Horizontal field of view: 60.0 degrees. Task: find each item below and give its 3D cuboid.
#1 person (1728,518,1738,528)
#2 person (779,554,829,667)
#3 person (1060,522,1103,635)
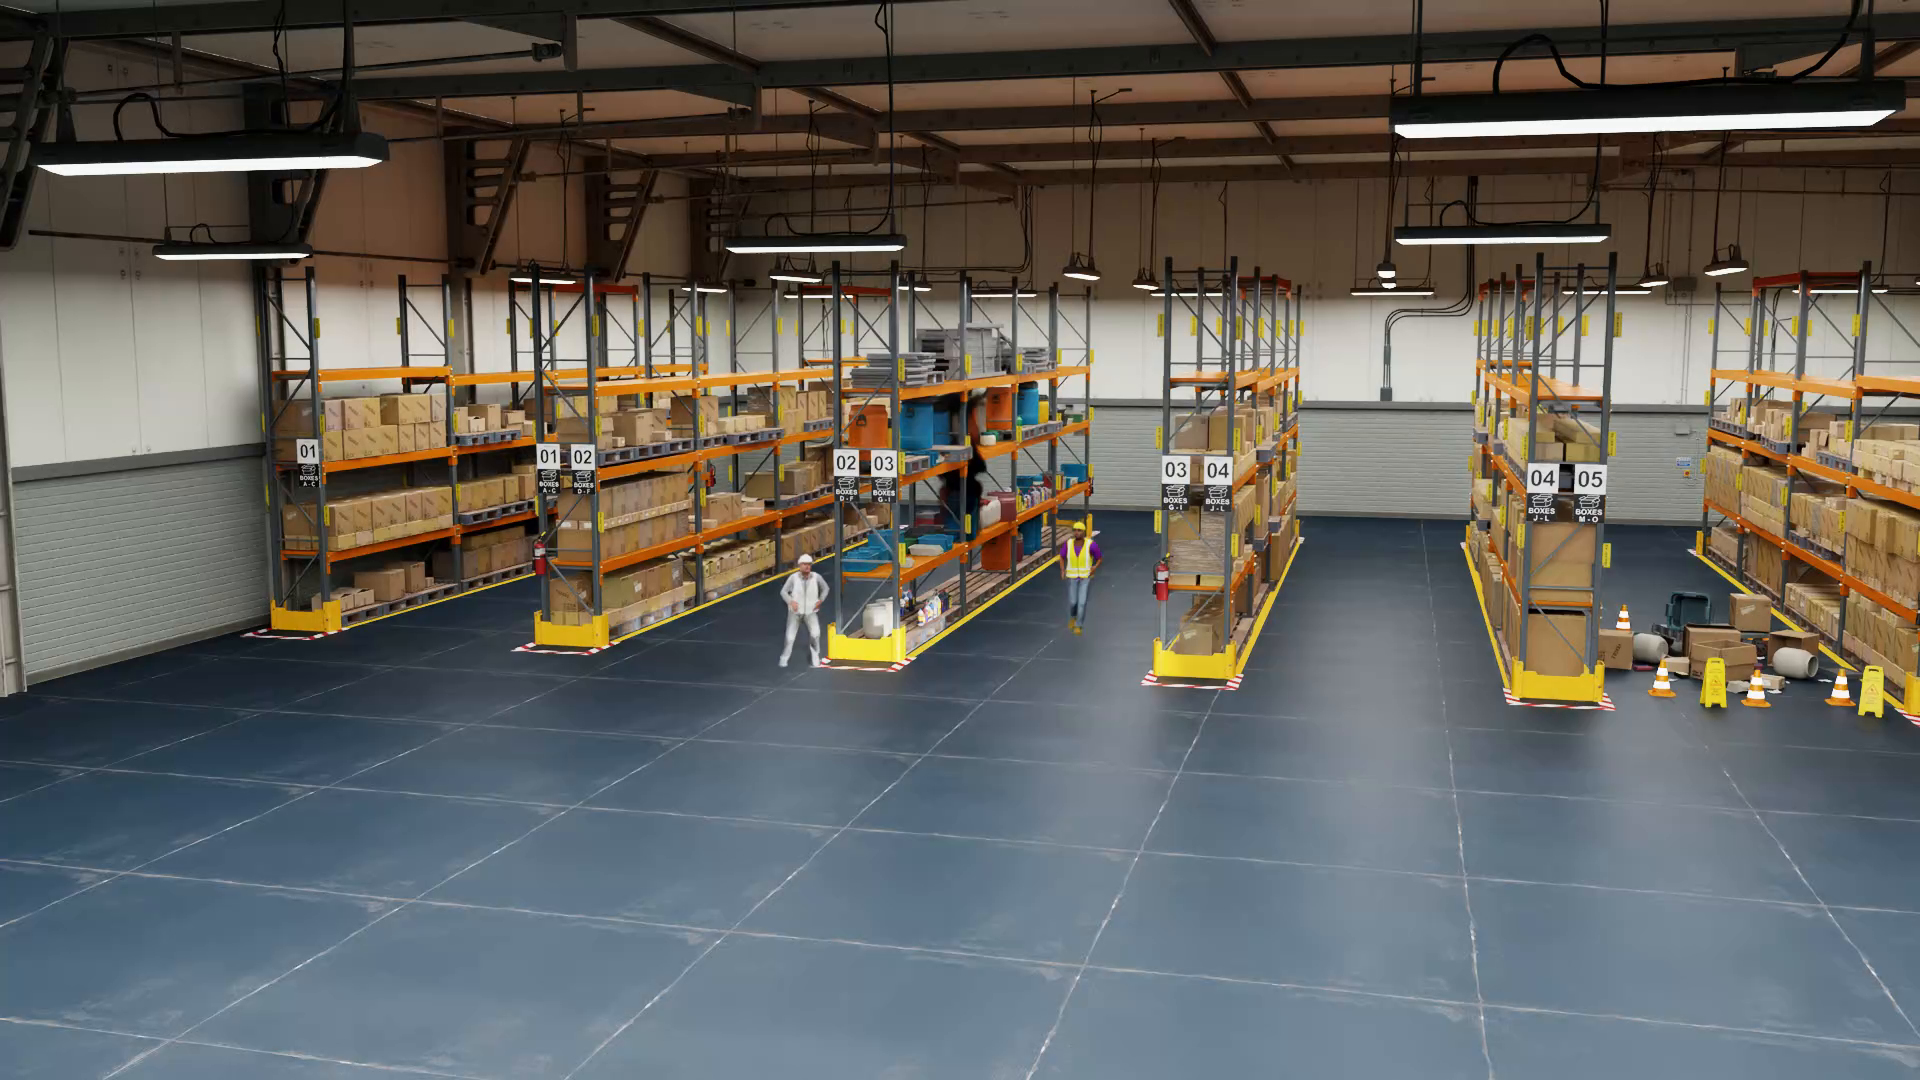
[{"bbox_3d":[17.841,-0.647,37.951,0.759,1.712,0.600,-4,8,-28],"label":"person"},{"bbox_3d":[-2.296,1.043,24.626,0.765,1.688,0.664,-2,8,-15],"label":"person"},{"bbox_3d":[1.868,0.589,25.792,0.690,1.741,0.573,2,7,12],"label":"person"}]
